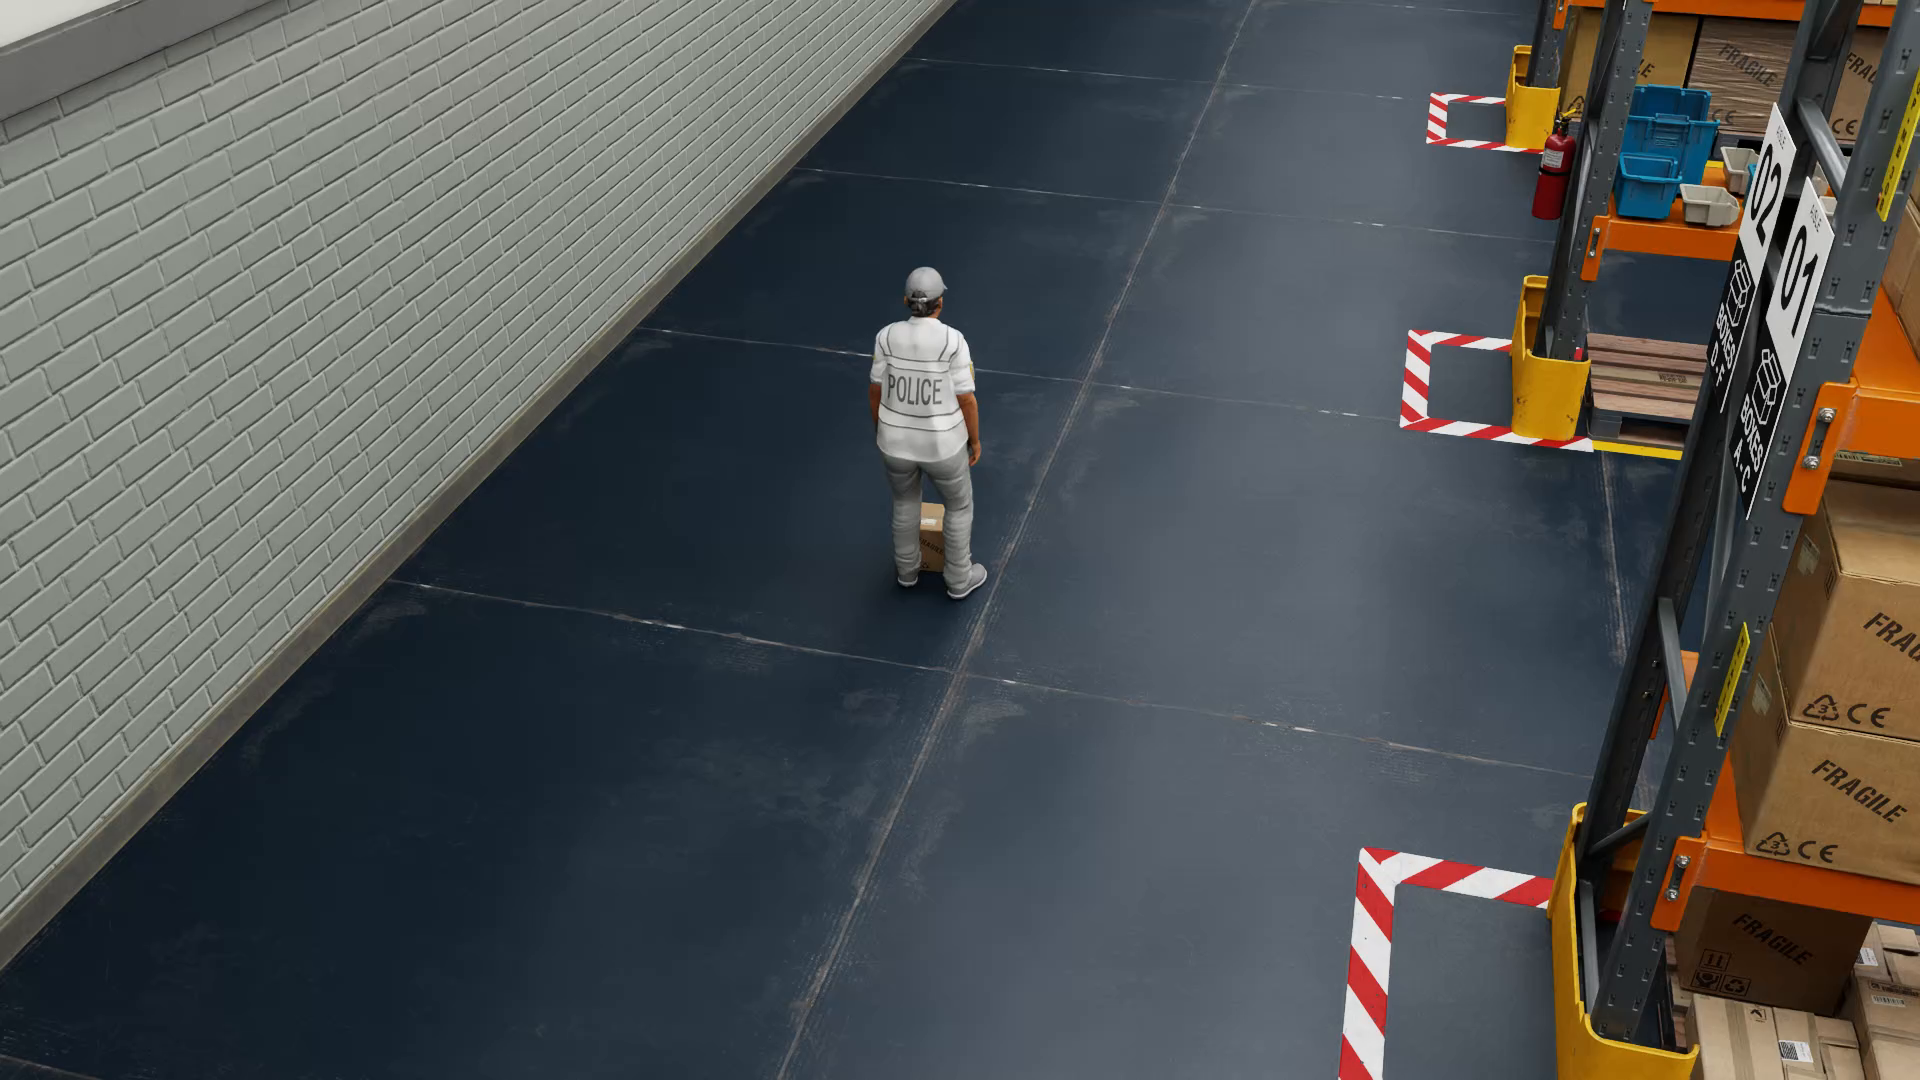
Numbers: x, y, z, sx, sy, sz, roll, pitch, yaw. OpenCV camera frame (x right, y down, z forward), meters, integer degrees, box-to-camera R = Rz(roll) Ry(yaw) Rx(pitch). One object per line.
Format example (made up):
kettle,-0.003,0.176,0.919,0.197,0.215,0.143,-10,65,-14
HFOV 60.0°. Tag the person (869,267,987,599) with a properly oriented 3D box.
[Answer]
person,-0.151,-0.485,7.880,0.537,1.666,0.468,8,34,13
